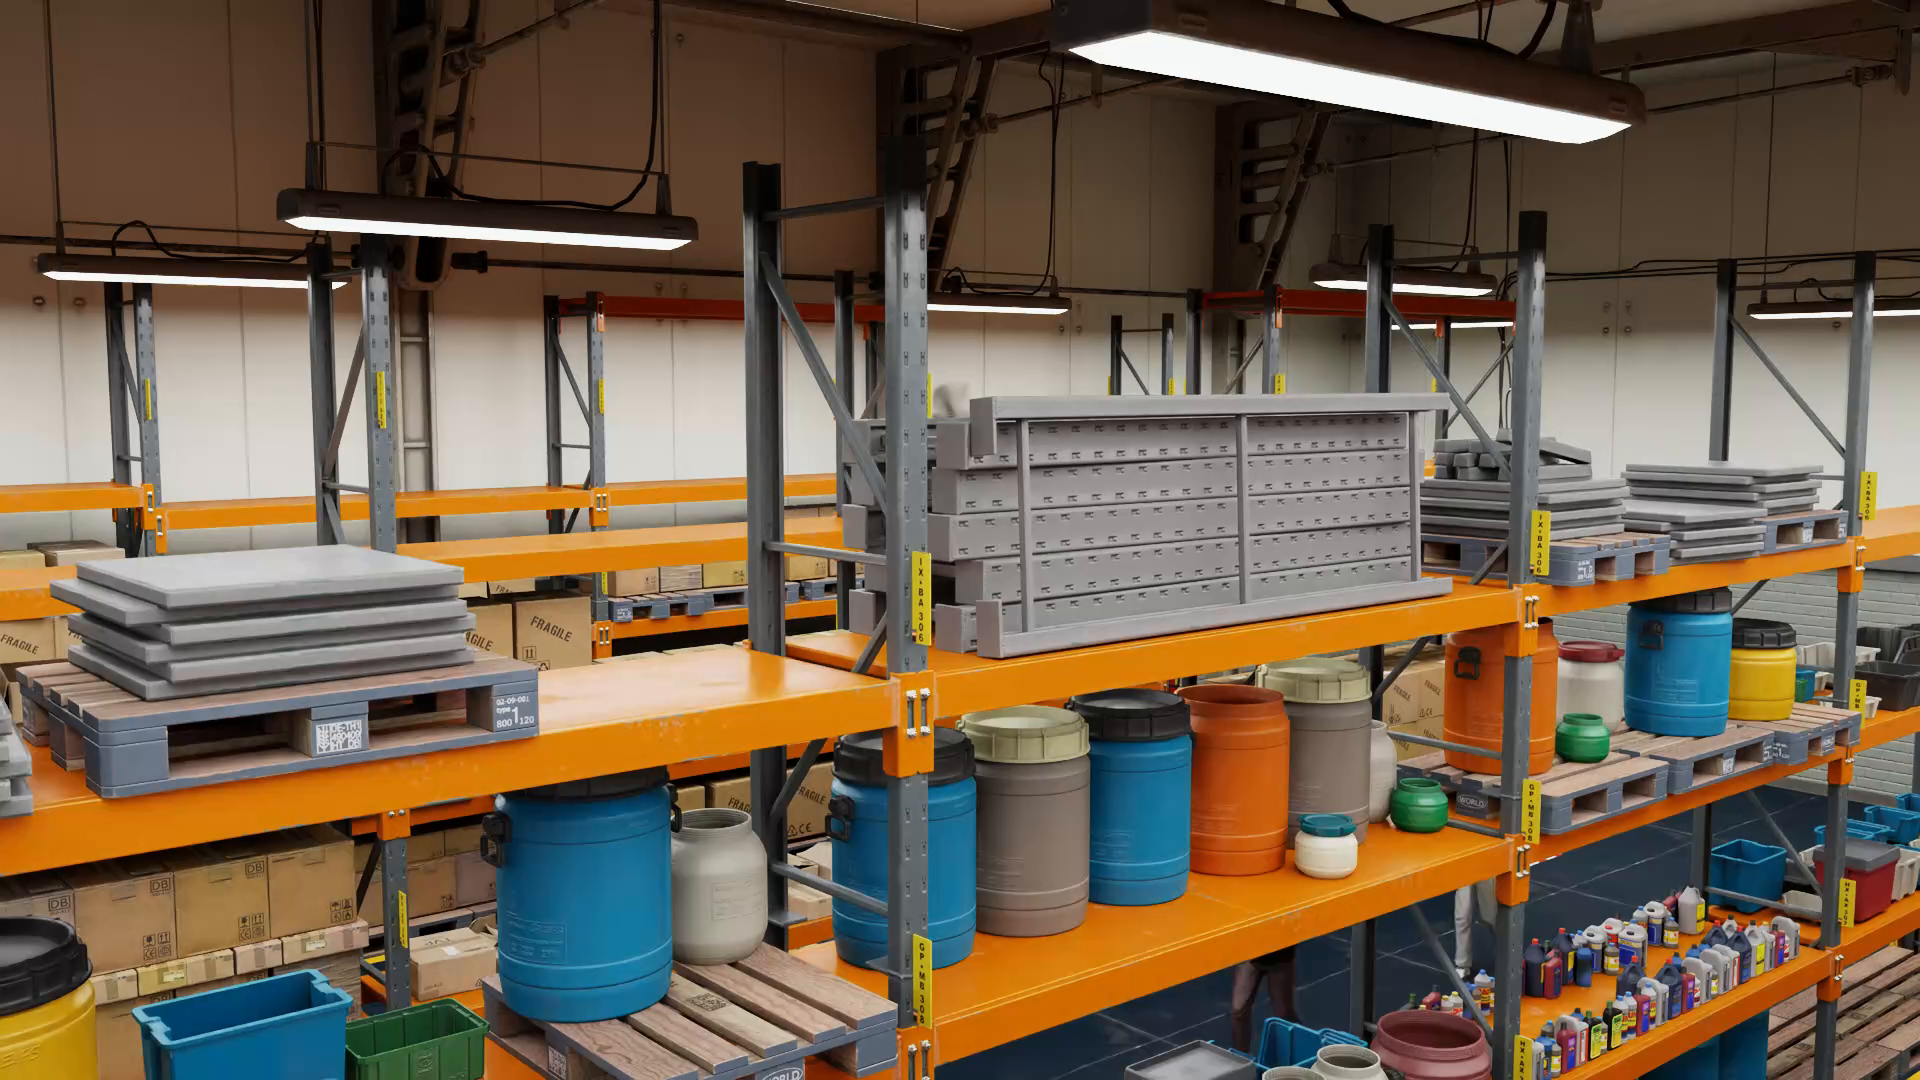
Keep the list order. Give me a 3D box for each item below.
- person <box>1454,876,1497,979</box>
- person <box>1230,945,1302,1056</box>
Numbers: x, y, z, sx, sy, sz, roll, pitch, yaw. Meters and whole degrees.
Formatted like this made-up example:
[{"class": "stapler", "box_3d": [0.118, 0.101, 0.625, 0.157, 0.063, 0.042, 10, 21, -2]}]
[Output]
[{"class": "person", "box_3d": [4.509, 3.004, 14.437, 0.565, 1.490, 0.951, 5, 7, 42]}, {"class": "person", "box_3d": [2.259, 3.131, 12.227, 0.633, 1.758, 0.825, 4, 7, 39]}]
